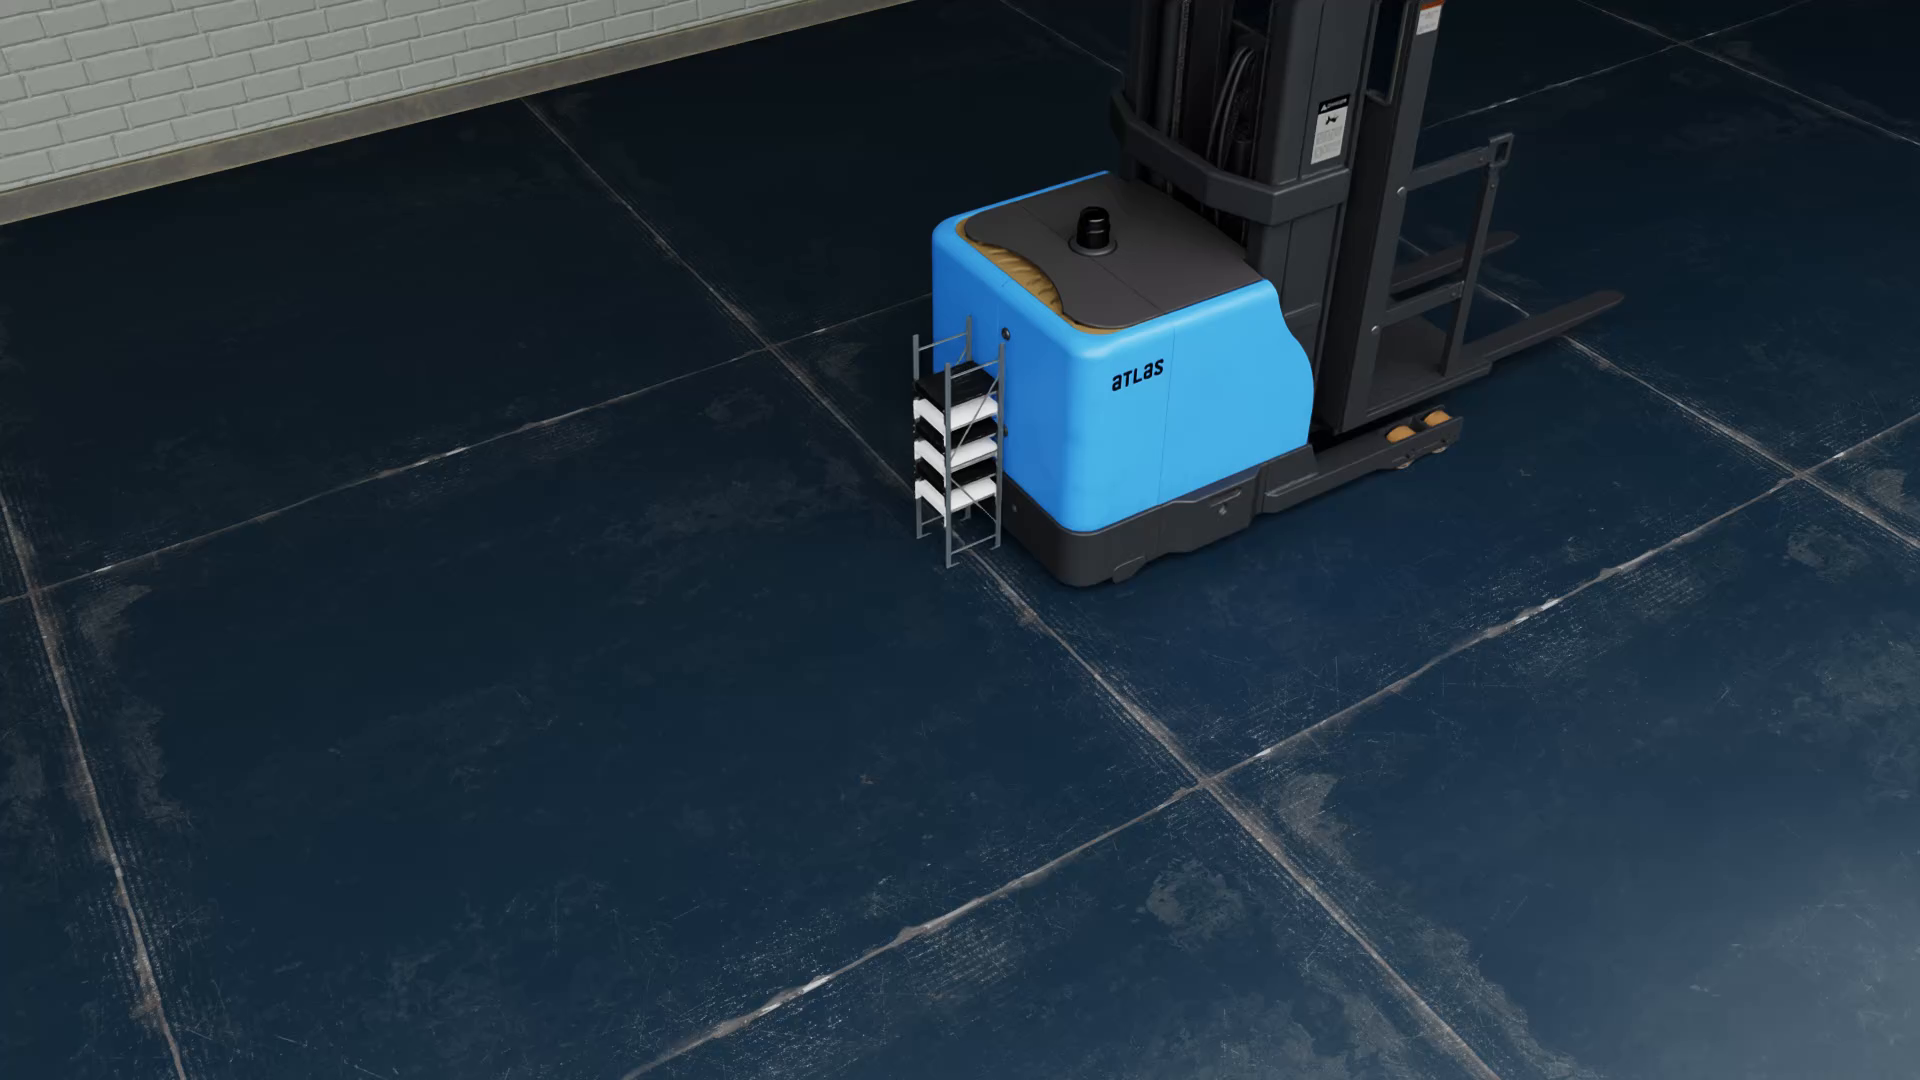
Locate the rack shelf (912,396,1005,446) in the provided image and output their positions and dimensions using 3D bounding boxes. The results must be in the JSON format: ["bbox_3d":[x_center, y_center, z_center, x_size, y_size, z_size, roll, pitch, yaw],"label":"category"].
[{"bbox_3d":[-0.005,-0.450,5.858,0.258,0.077,0.200,-23,45,-25],"label":"rack shelf"}]

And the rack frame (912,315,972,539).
[{"bbox_3d":[-0.061,-0.392,6.017,0.240,0.900,0.006,-23,45,-25],"label":"rack frame"}]

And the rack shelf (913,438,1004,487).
[{"bbox_3d":[-0.005,-0.312,5.973,0.258,0.077,0.200,-23,45,-25],"label":"rack shelf"}]

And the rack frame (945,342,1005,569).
[{"bbox_3d":[0.050,-0.283,5.886,0.240,0.900,0.006,-23,45,-25],"label":"rack frame"}]

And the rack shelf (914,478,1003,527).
[{"bbox_3d":[-0.006,-0.173,6.088,0.258,0.077,0.200,-23,45,-25],"label":"rack shelf"}]

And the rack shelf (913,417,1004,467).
[{"bbox_3d":[-0.005,-0.381,5.915,0.258,0.077,0.200,-23,45,-25],"label":"rack shelf"}]

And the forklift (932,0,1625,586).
[{"bbox_3d":[1.406,-1.675,5.971,3.031,2.935,1.130,-22,44,-24],"label":"forklift"}]

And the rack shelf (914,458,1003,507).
[{"bbox_3d":[-0.006,-0.243,6.031,0.258,0.077,0.200,-23,45,-25],"label":"rack shelf"}]

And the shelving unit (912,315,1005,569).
[{"bbox_3d":[-0.005,-0.337,5.952,0.258,0.900,0.210,-23,45,-25],"label":"shelving unit"}]

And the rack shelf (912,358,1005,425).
[{"bbox_3d":[-0.005,-0.519,5.800,0.258,0.077,0.200,-23,45,-25],"label":"rack shelf"}]
